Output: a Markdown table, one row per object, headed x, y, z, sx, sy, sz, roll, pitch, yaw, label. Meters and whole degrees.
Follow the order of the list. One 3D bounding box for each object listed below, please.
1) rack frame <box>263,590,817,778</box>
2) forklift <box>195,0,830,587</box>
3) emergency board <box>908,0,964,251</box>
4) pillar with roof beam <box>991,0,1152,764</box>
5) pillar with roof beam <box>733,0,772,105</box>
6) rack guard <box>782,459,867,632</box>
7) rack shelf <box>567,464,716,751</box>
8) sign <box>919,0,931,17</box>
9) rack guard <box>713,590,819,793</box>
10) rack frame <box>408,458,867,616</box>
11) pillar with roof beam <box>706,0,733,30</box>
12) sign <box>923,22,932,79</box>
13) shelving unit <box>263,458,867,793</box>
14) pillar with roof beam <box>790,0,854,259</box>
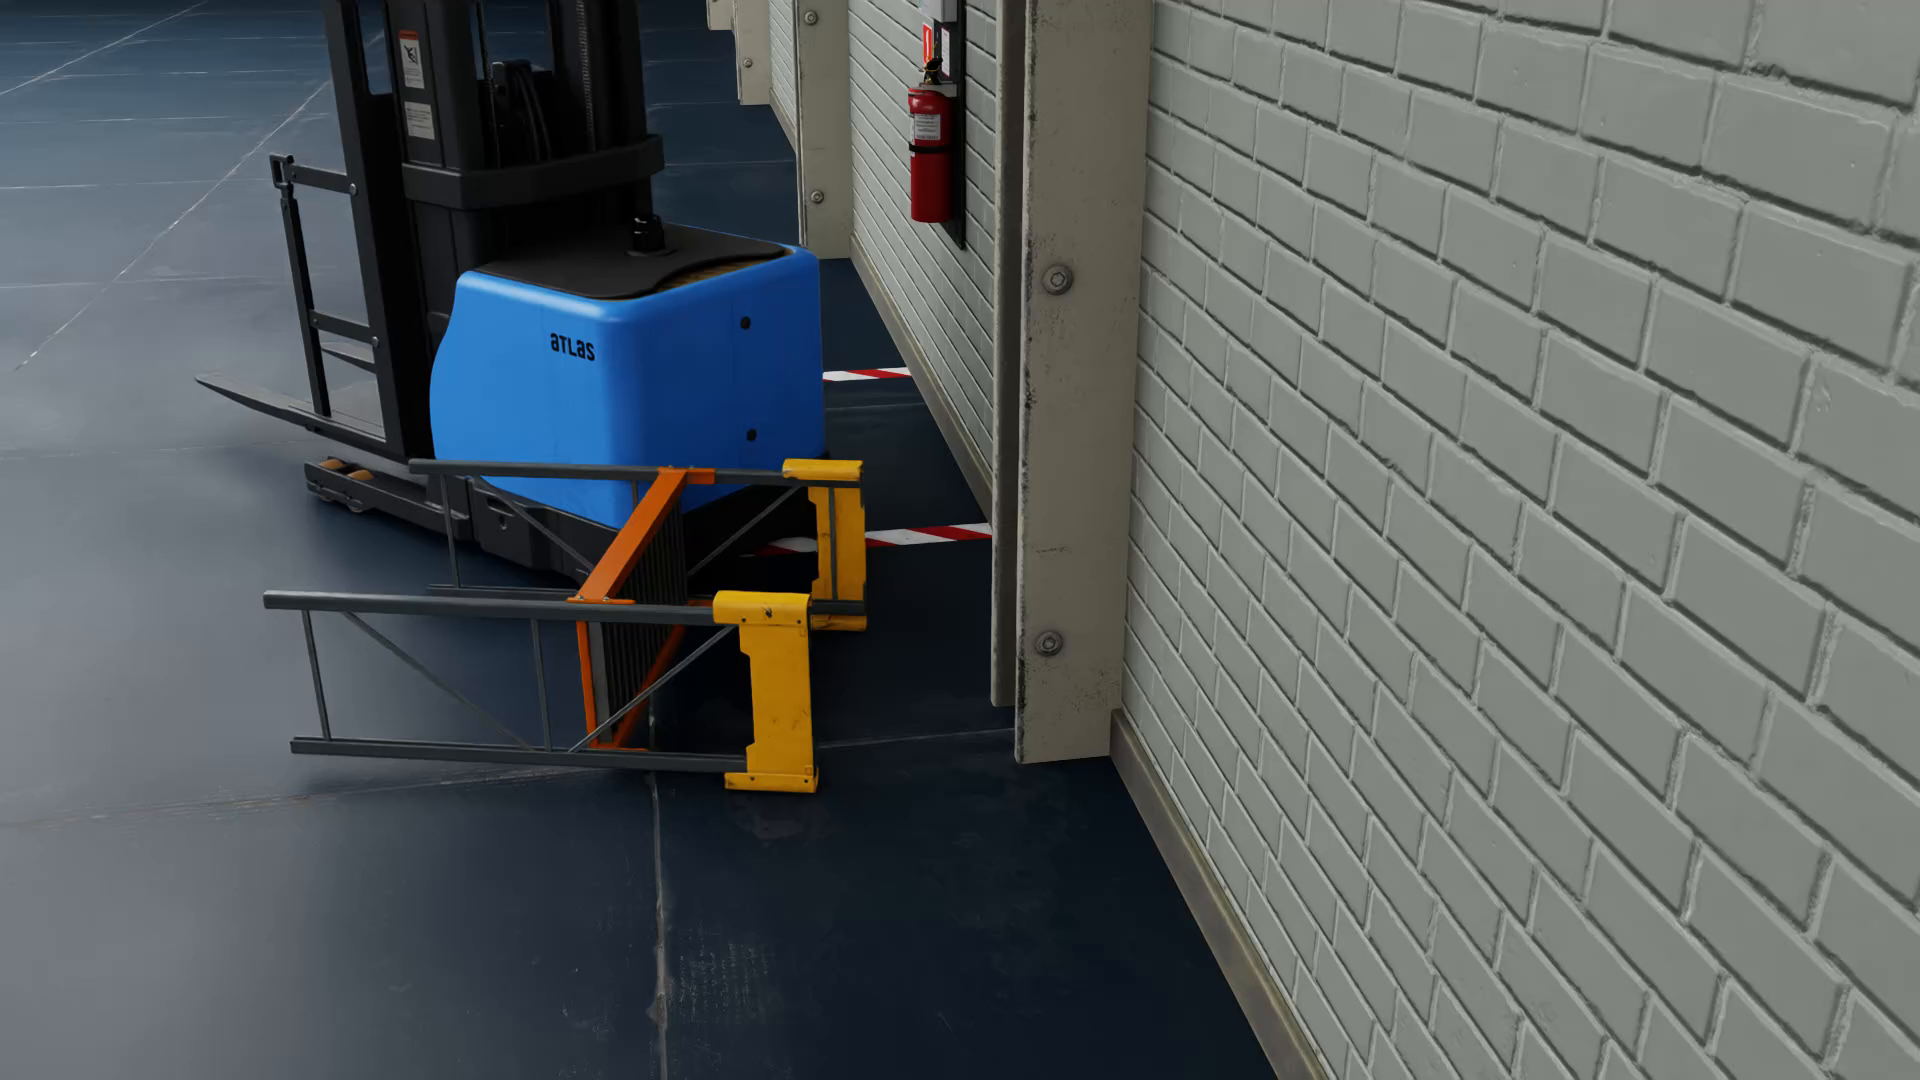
| x | y | z | sx | sy | sz | roll | pitch | yaw | label |
| --- | --- | --- | --- | --- | --- | --- | --- | --- | --- |
| -1.147 | 0.397 | 4.574 | 1.500 | 0.500 | 0.032 | 2 | 24 | 4 | rack frame |
| -1.970 | -1.599 | 6.249 | 3.031 | 2.935 | 1.130 | 17 | 29 | 34 | forklift |
| -0.138 | -1.795 | 6.613 | 0.194 | 1.169 | 0.643 | -4 | 24 | -10 | emergency board |
| -3.949 | -3.251 | 2.451 | 9.100 | 9.000 | 0.400 | -4 | 24 | -10 | pillar with roof beam |
| -6.168 | -7.971 | 13.258 | 9.100 | 9.000 | 0.400 | -4 | 24 | -10 | pillar with roof beam |
| -0.439 | 0.021 | 5.436 | 0.250 | 0.587 | 0.087 | 2 | 24 | 4 | rack guard |
| -0.924 | 0.201 | 5.024 | 0.185 | 0.538 | 1.000 | 2 | 24 | 4 | rack shelf |
| -0.146 | -2.277 | 7.009 | 0.001 | 0.109 | 0.331 | -4 | 24 | -10 | sign |
| -0.524 | 0.418 | 4.526 | 0.250 | 0.587 | 0.087 | 2 | 24 | 4 | rack guard |
| -1.060 | -0.008 | 5.502 | 1.500 | 0.500 | 0.032 | 2 | 24 | 4 | rack frame |
| -7.277 | -10.331 | 18.661 | 9.100 | 9.000 | 0.400 | -4 | 24 | -10 | pillar with roof beam |
| -0.138 | -2.037 | 7.121 | 0.001 | 0.329 | 0.234 | -4 | 24 | -10 | sign |
| -1.104 | 0.198 | 5.030 | 1.500 | 0.587 | 1.083 | 2 | 24 | 4 | shelving unit |
| -5.058 | -5.611 | 7.854 | 9.100 | 9.000 | 0.400 | -4 | 24 | -10 | pillar with roof beam |
